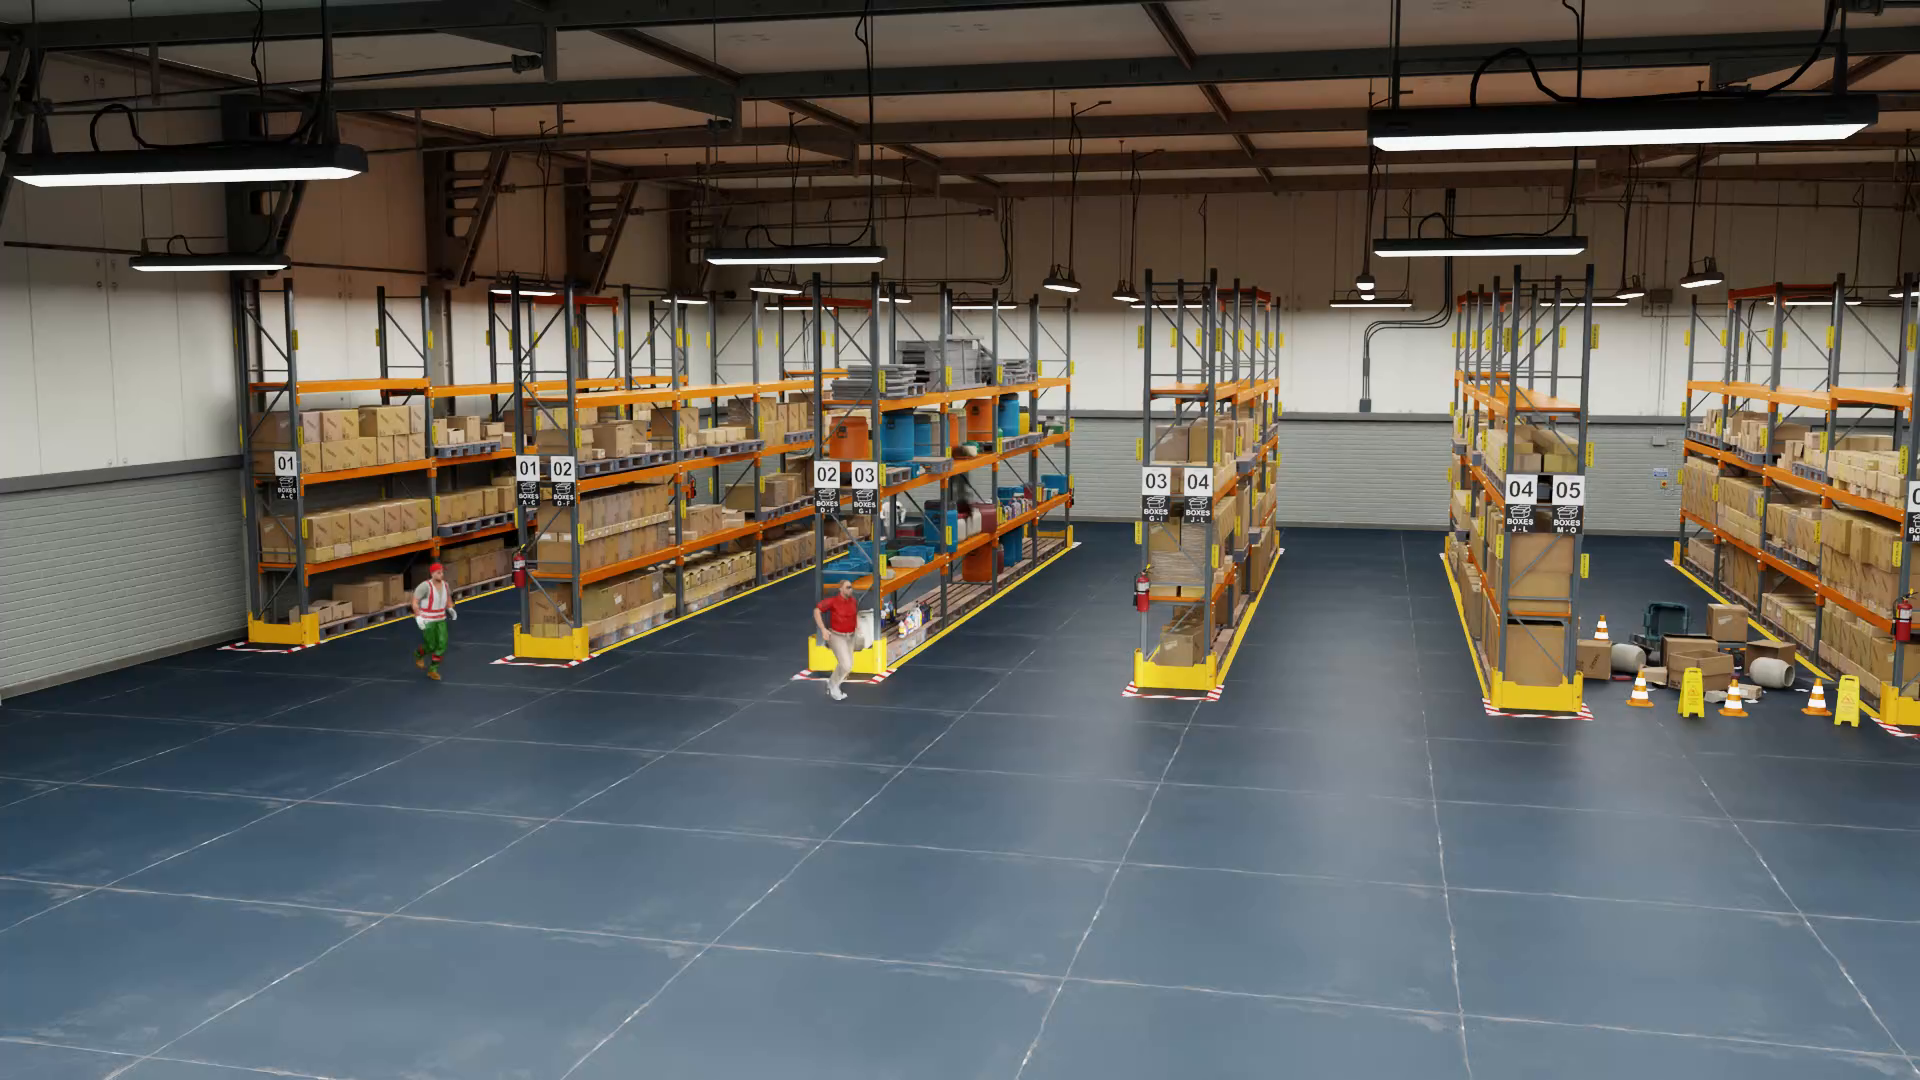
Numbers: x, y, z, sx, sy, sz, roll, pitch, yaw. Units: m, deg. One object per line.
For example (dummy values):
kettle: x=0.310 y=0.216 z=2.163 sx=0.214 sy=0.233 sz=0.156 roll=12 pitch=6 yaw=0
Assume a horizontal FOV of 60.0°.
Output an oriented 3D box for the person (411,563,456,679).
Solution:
person: x=-7.916 y=1.186 z=24.837 sx=0.723 sy=1.734 sz=0.674 roll=5 pitch=8 yaw=36

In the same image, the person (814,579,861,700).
person: x=-1.661 y=1.392 z=23.157 sx=0.600 sy=1.702 sz=0.721 roll=7 pitch=9 yaw=44

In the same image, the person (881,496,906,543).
person: x=-1.539 y=-0.256 z=36.810 sx=0.557 sy=1.731 sz=0.837 roll=1 pitch=7 yaw=6
